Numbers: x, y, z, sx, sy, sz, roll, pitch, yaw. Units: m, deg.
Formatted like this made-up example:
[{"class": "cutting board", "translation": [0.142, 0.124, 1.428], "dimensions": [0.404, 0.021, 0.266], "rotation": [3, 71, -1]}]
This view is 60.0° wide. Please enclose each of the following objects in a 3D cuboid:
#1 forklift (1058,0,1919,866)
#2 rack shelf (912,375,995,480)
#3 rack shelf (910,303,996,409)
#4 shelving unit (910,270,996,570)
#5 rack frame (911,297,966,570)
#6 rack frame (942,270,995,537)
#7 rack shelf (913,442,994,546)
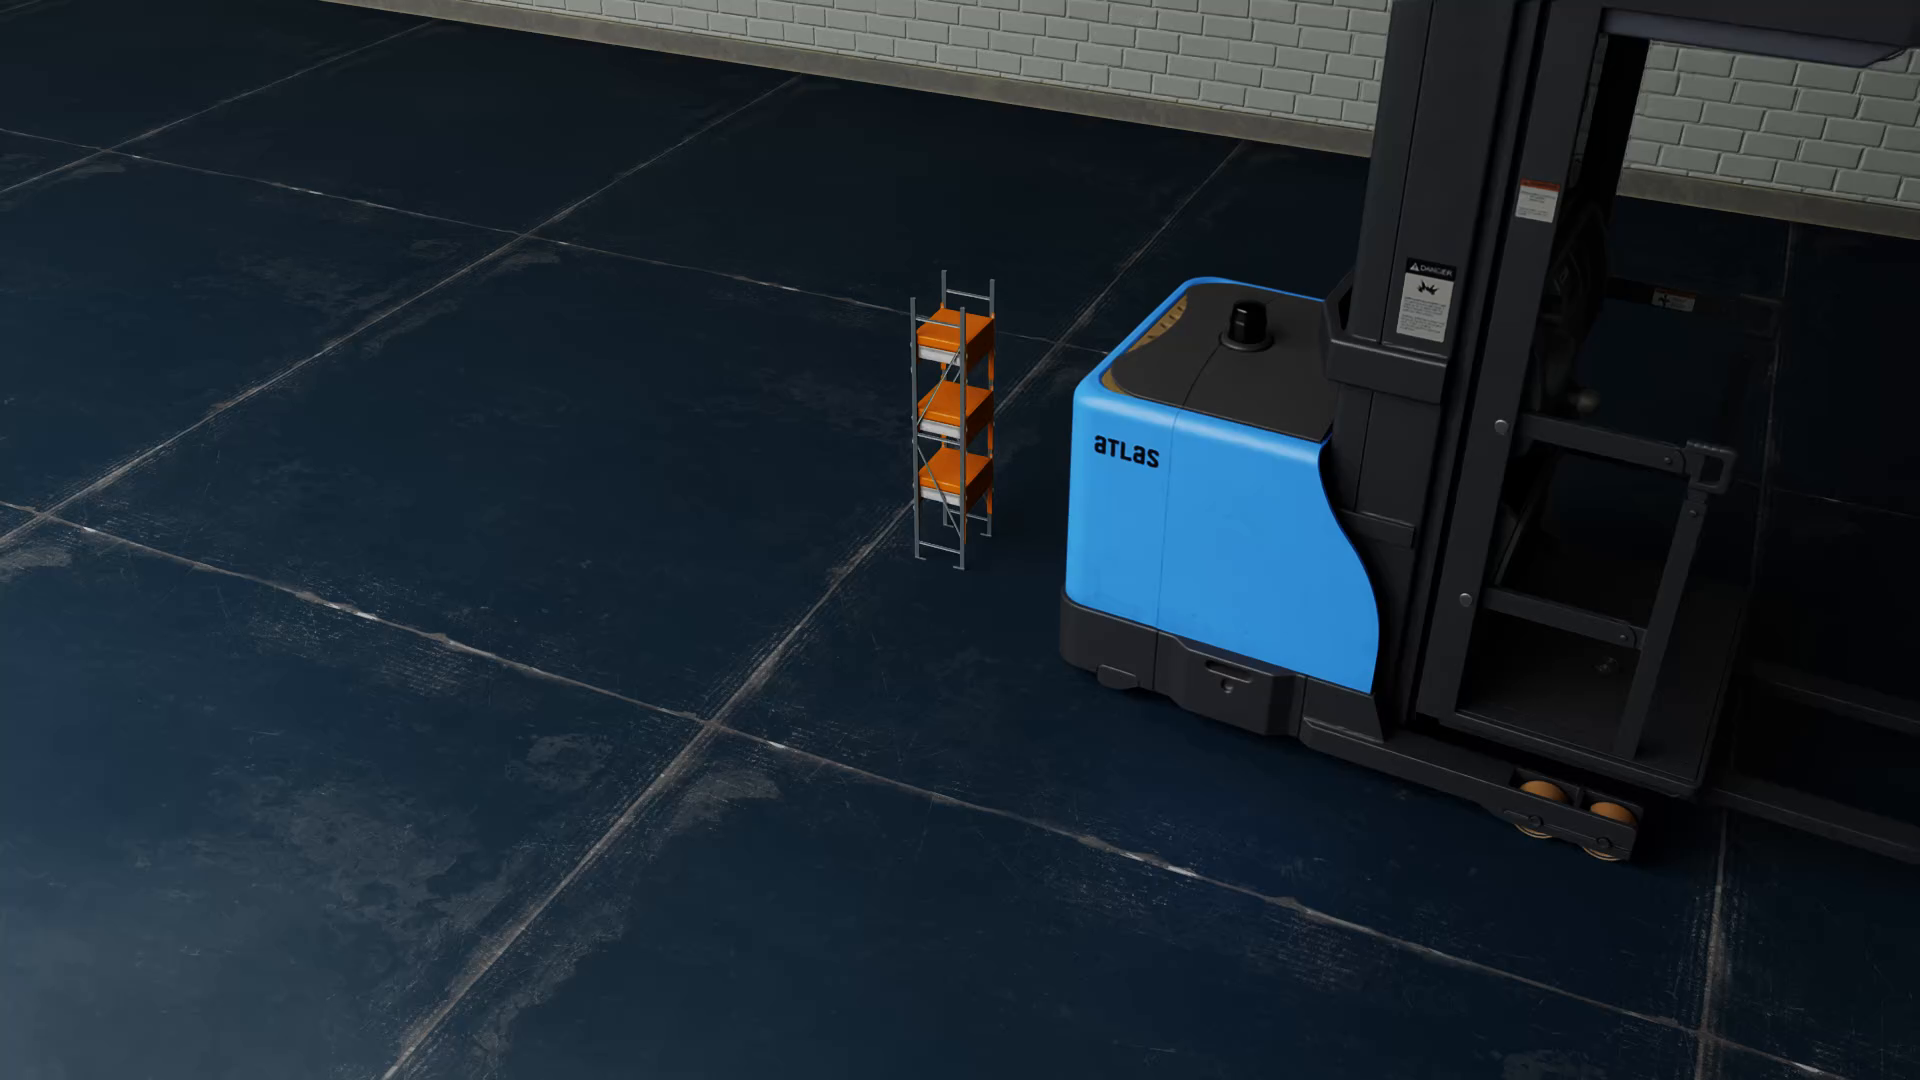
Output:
[{"class": "forklift", "translation": [1.871, -0.630, 4.538], "dimensions": [3.031, 2.935, 1.130], "rotation": [17, 37, 24]}, {"class": "rack shelf", "translation": [-0.022, -0.404, 5.927], "dimensions": [0.215, 0.259, 0.240], "rotation": [14, 36, 20]}, {"class": "rack shelf", "translation": [-0.022, -0.641, 5.772], "dimensions": [0.215, 0.259, 0.240], "rotation": [14, 36, 20]}, {"class": "shelving unit", "translation": [-0.022, -0.412, 5.921], "dimensions": [0.215, 1.050, 0.252], "rotation": [14, 36, 20]}, {"class": "rack frame", "translation": [-0.073, -0.352, 5.829], "dimensions": [0.200, 1.050, 0.008], "rotation": [14, 36, 20]}, {"class": "rack frame", "translation": [0.029, -0.473, 6.014], "dimensions": [0.200, 1.050, 0.008], "rotation": [14, 36, 20]}, {"class": "rack shelf", "translation": [-0.022, -0.171, 6.080], "dimensions": [0.215, 0.259, 0.240], "rotation": [14, 36, 20]}]
